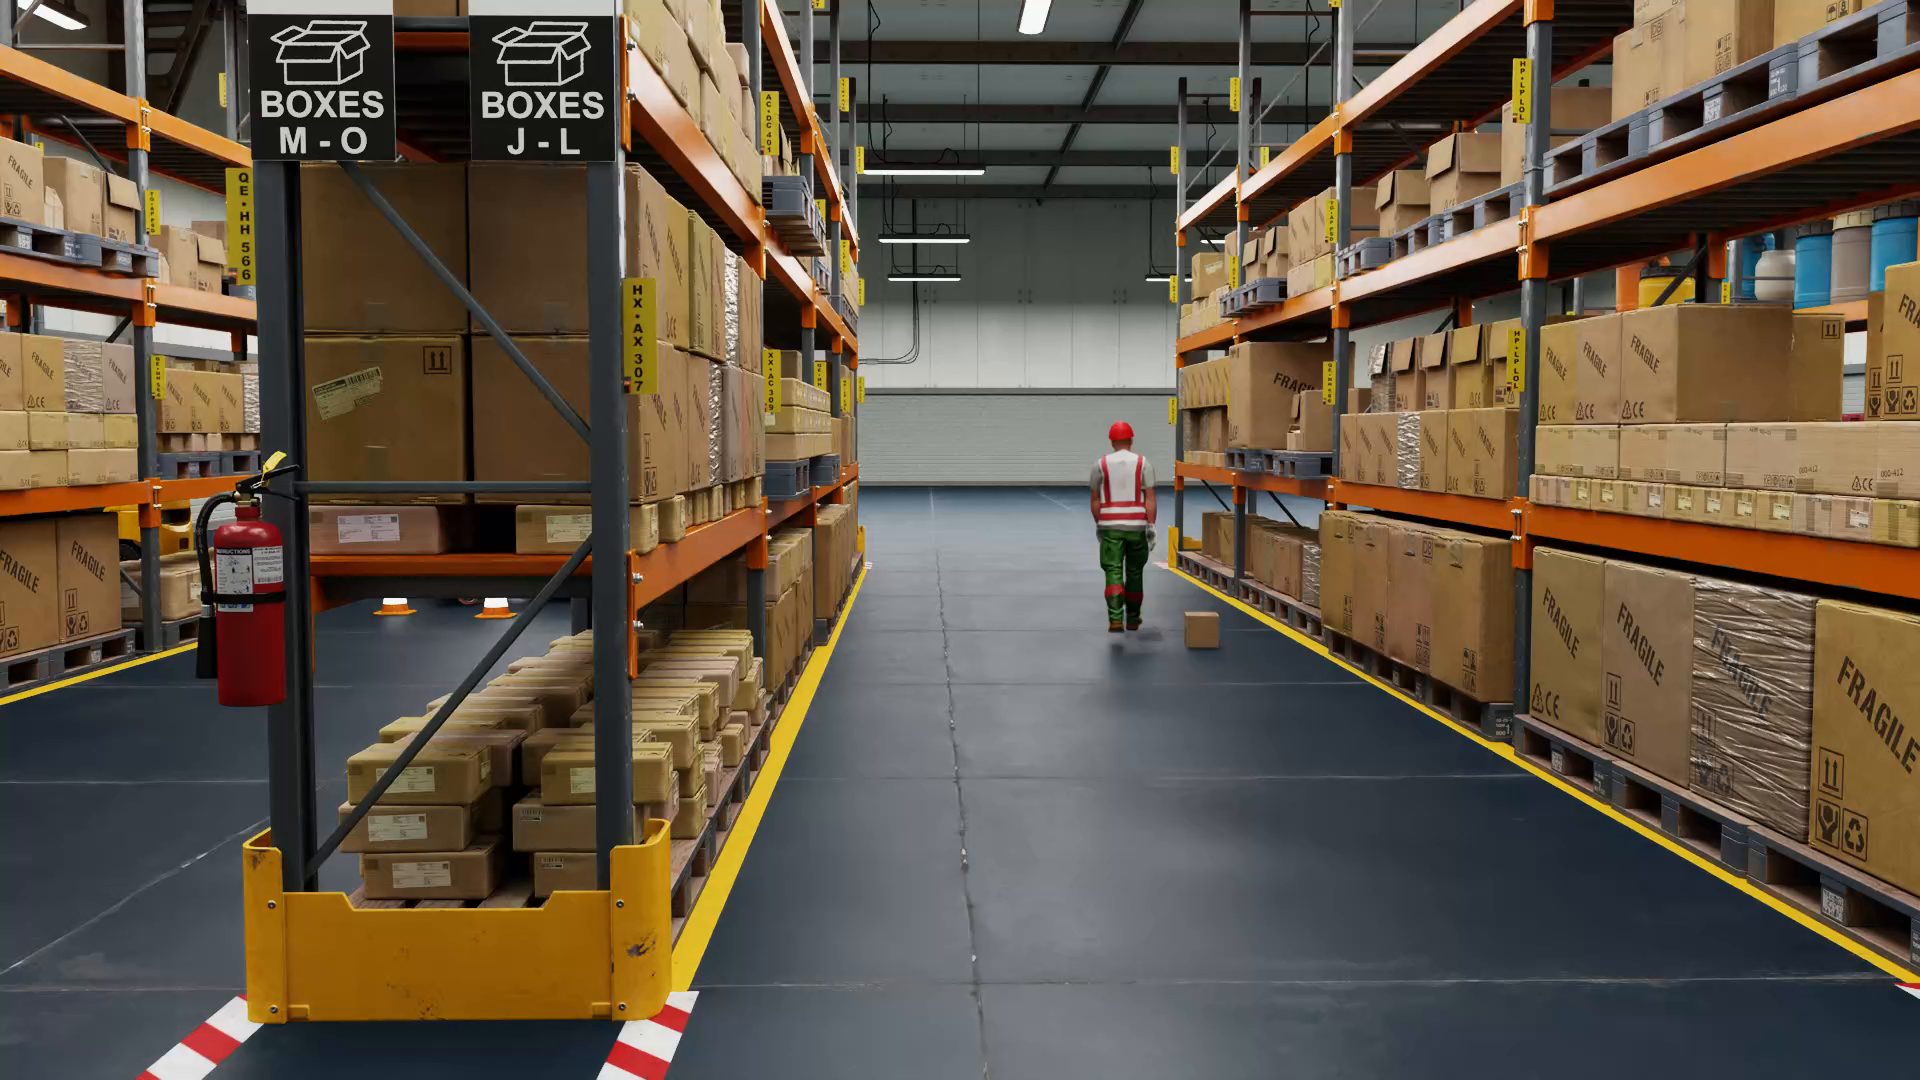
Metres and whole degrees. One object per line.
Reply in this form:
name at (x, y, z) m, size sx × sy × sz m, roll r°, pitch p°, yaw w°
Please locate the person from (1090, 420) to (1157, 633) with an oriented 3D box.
person at (1.330, -0.102, 13.595) m, size 0.540 × 1.752 × 1.046 m, roll 0°, pitch 4°, yaw 1°
